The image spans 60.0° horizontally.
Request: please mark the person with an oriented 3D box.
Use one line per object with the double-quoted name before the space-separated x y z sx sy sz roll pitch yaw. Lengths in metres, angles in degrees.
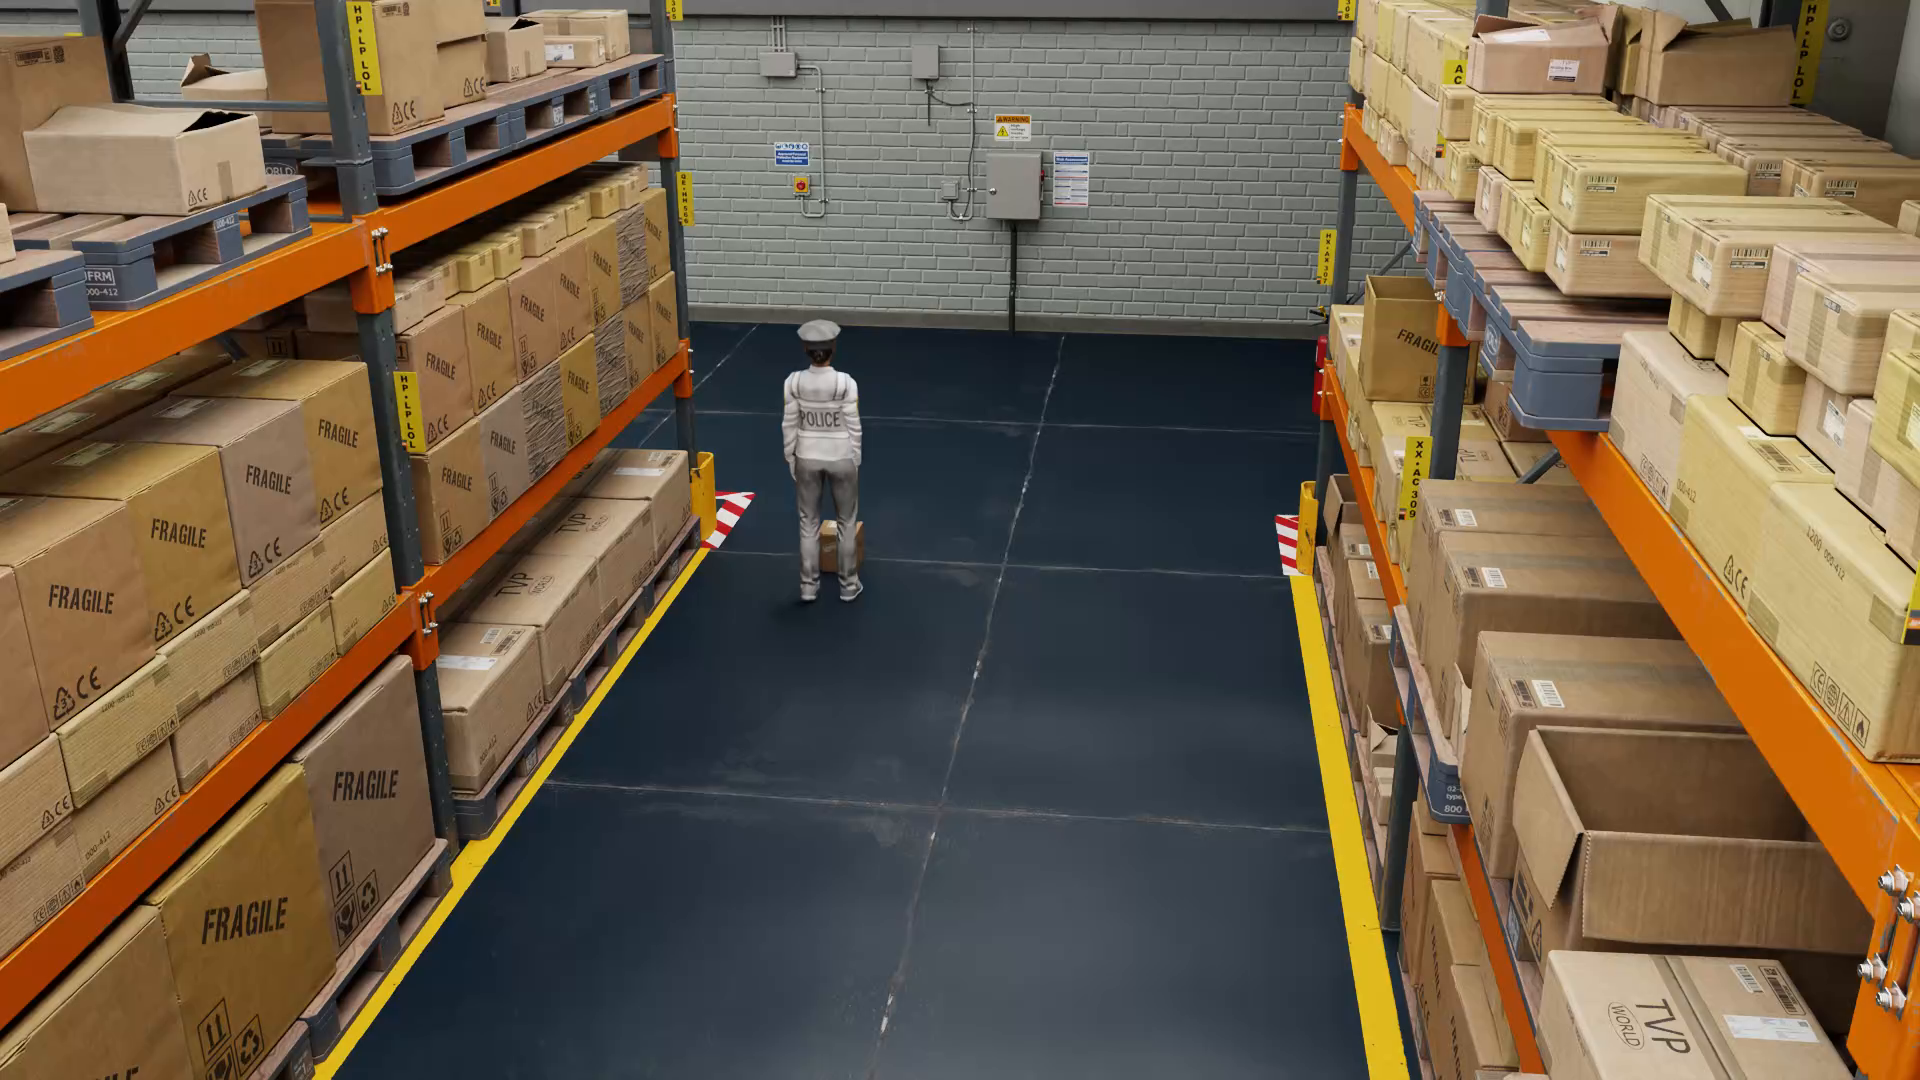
"person" -0.797 -0.444 9.746 0.468 1.690 0.332 2 21 6
